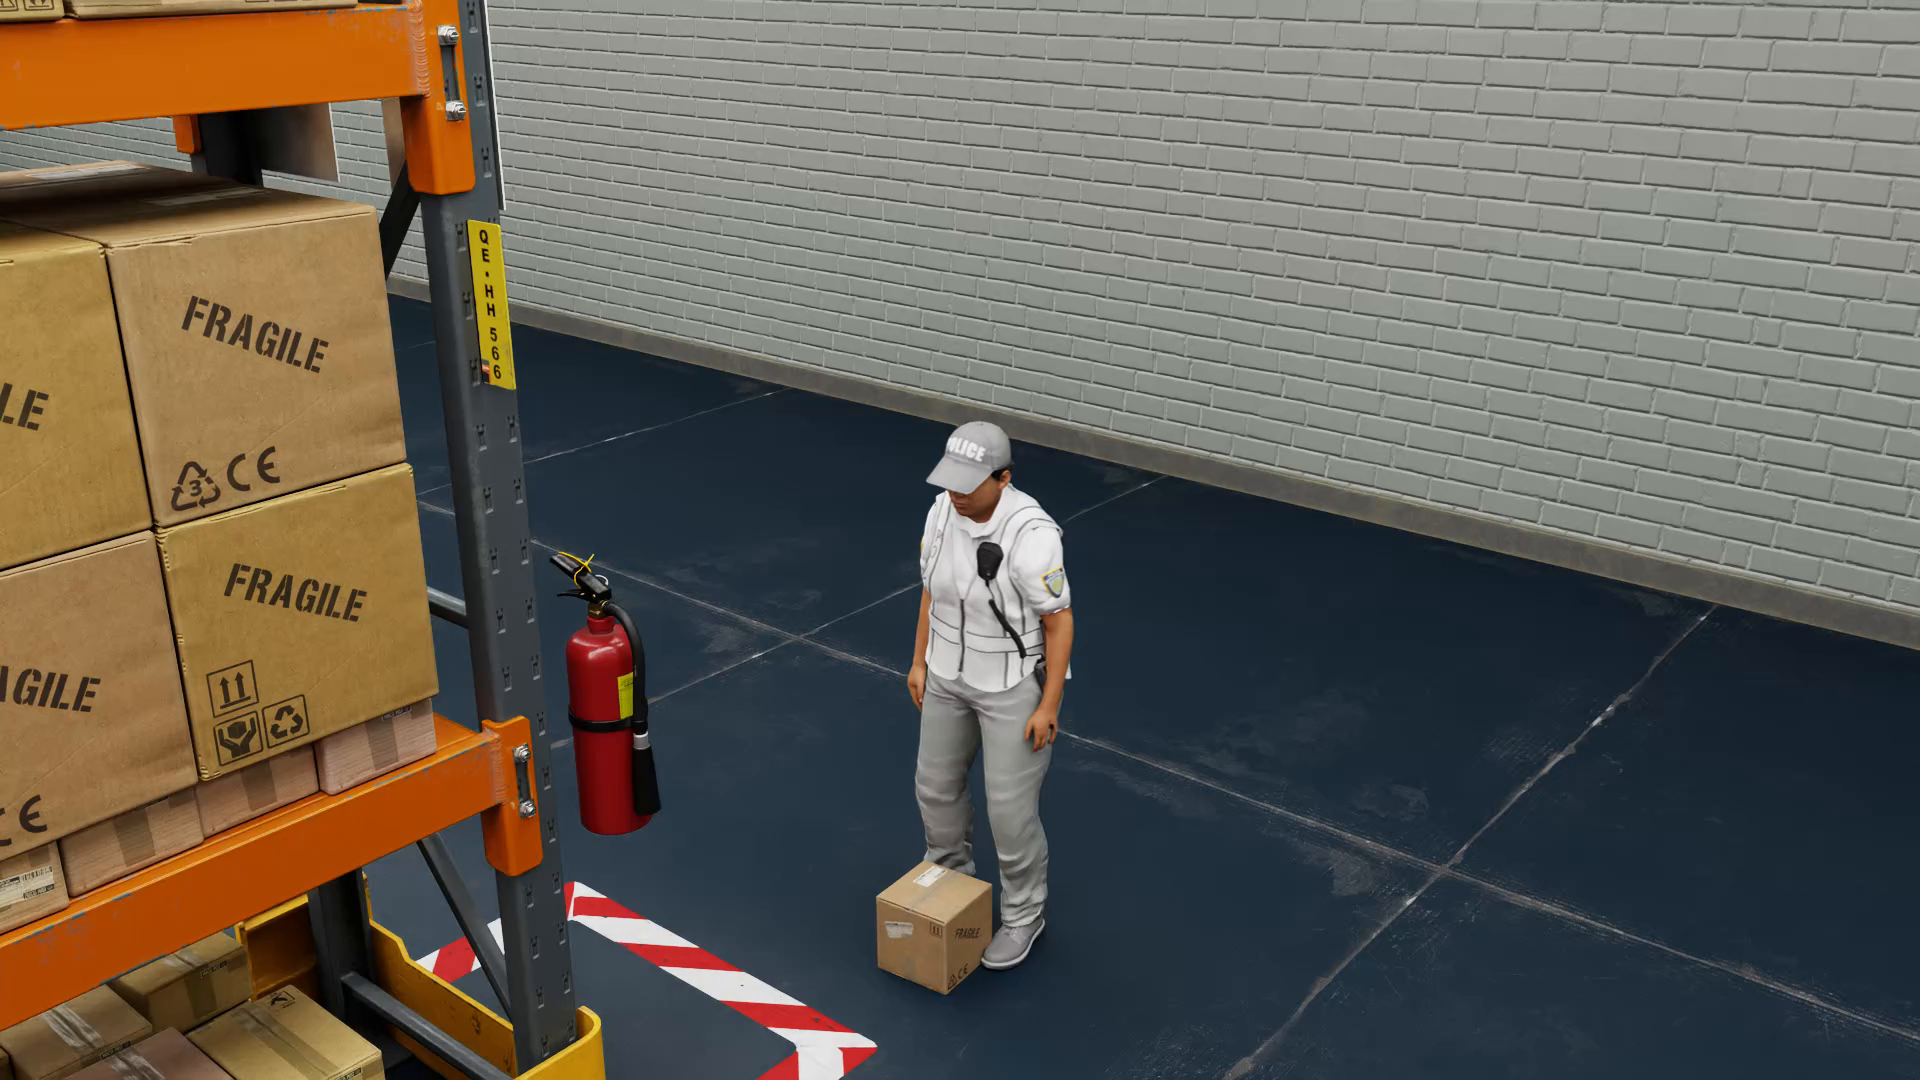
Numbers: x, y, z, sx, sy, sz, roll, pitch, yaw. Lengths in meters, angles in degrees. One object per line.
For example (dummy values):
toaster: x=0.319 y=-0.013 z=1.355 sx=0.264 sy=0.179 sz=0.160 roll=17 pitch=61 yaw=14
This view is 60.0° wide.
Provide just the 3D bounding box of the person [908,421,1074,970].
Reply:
person: x=0.063 y=0.436 z=4.891 sx=0.550 sy=1.666 sz=0.473 roll=15 pitch=25 yaw=36
